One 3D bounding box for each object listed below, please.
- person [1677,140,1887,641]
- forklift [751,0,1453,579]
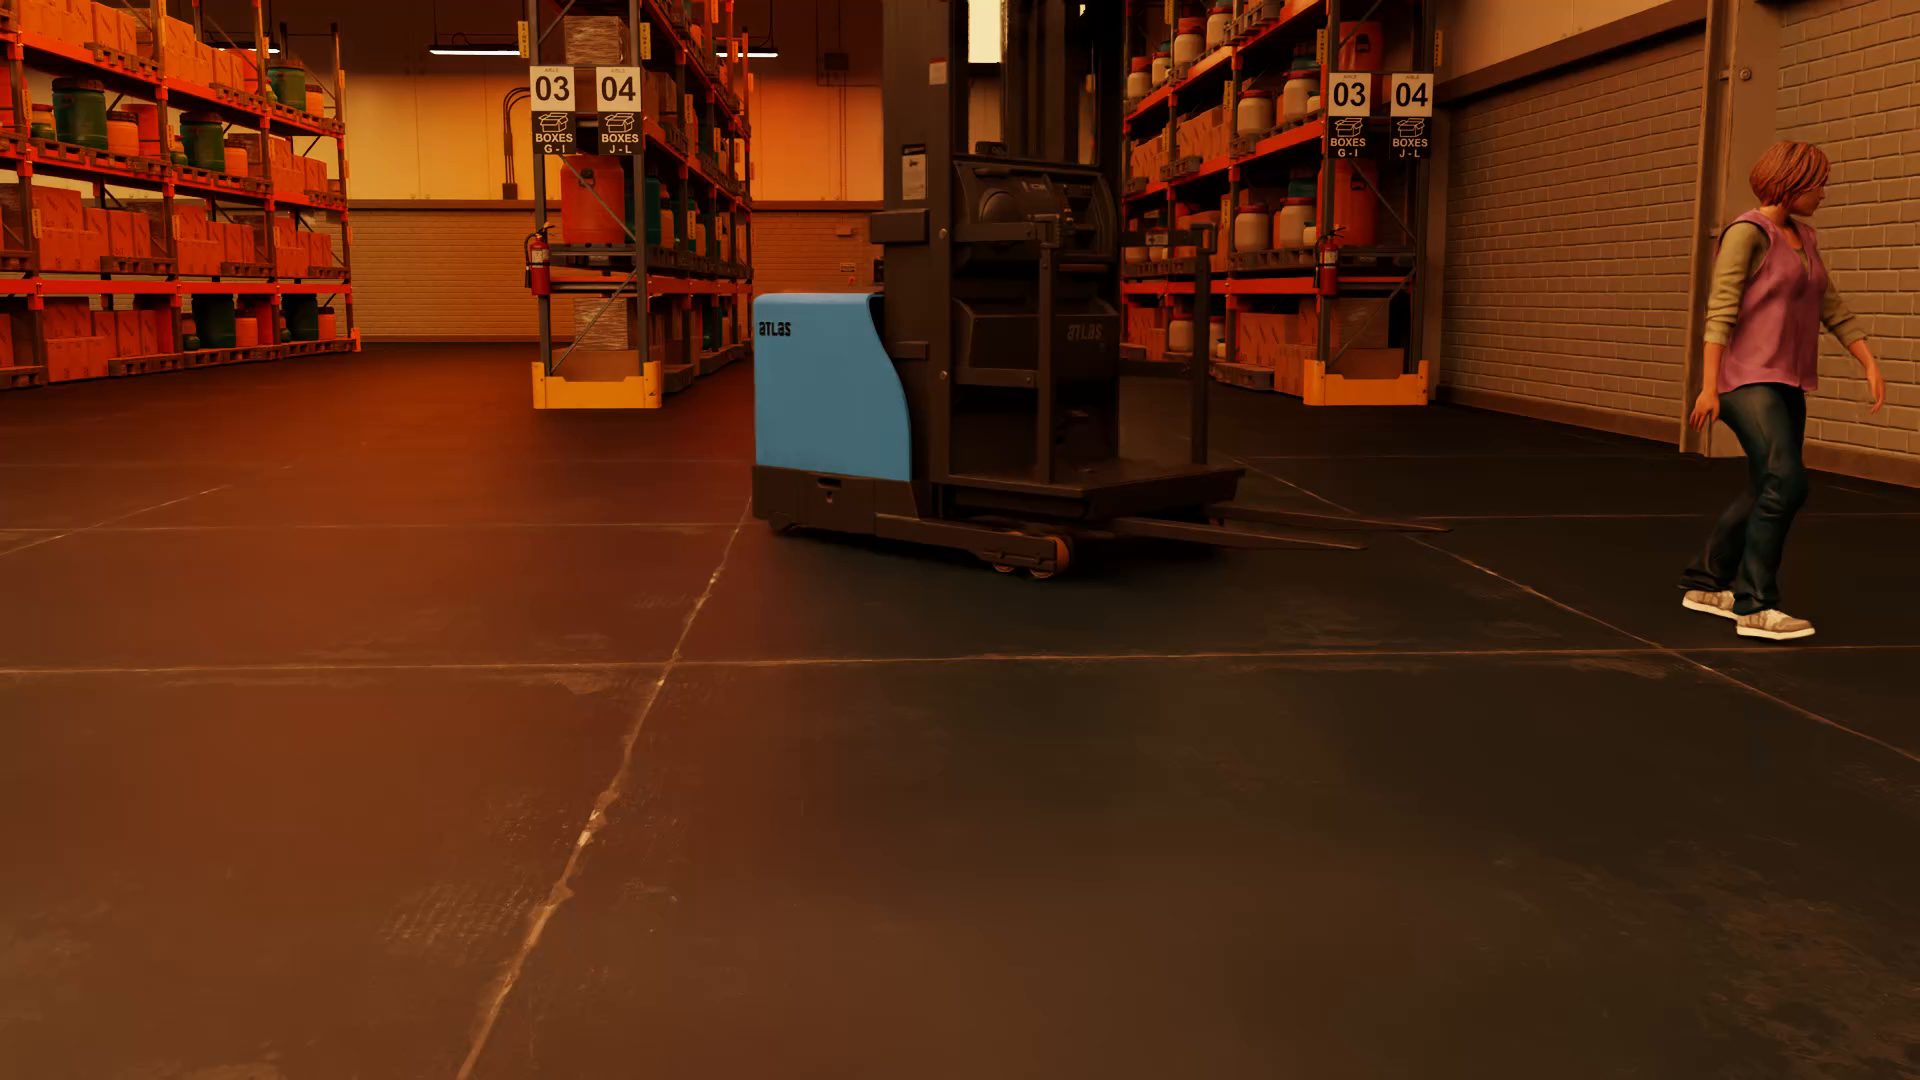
[{"bbox_3d":[2.542,-0.474,5.272,0.527,1.545,0.617,-6,10,-36],"label":"person"},{"bbox_3d":[0.474,-1.388,6.675,3.031,2.935,1.130,8,12,43],"label":"forklift"}]
